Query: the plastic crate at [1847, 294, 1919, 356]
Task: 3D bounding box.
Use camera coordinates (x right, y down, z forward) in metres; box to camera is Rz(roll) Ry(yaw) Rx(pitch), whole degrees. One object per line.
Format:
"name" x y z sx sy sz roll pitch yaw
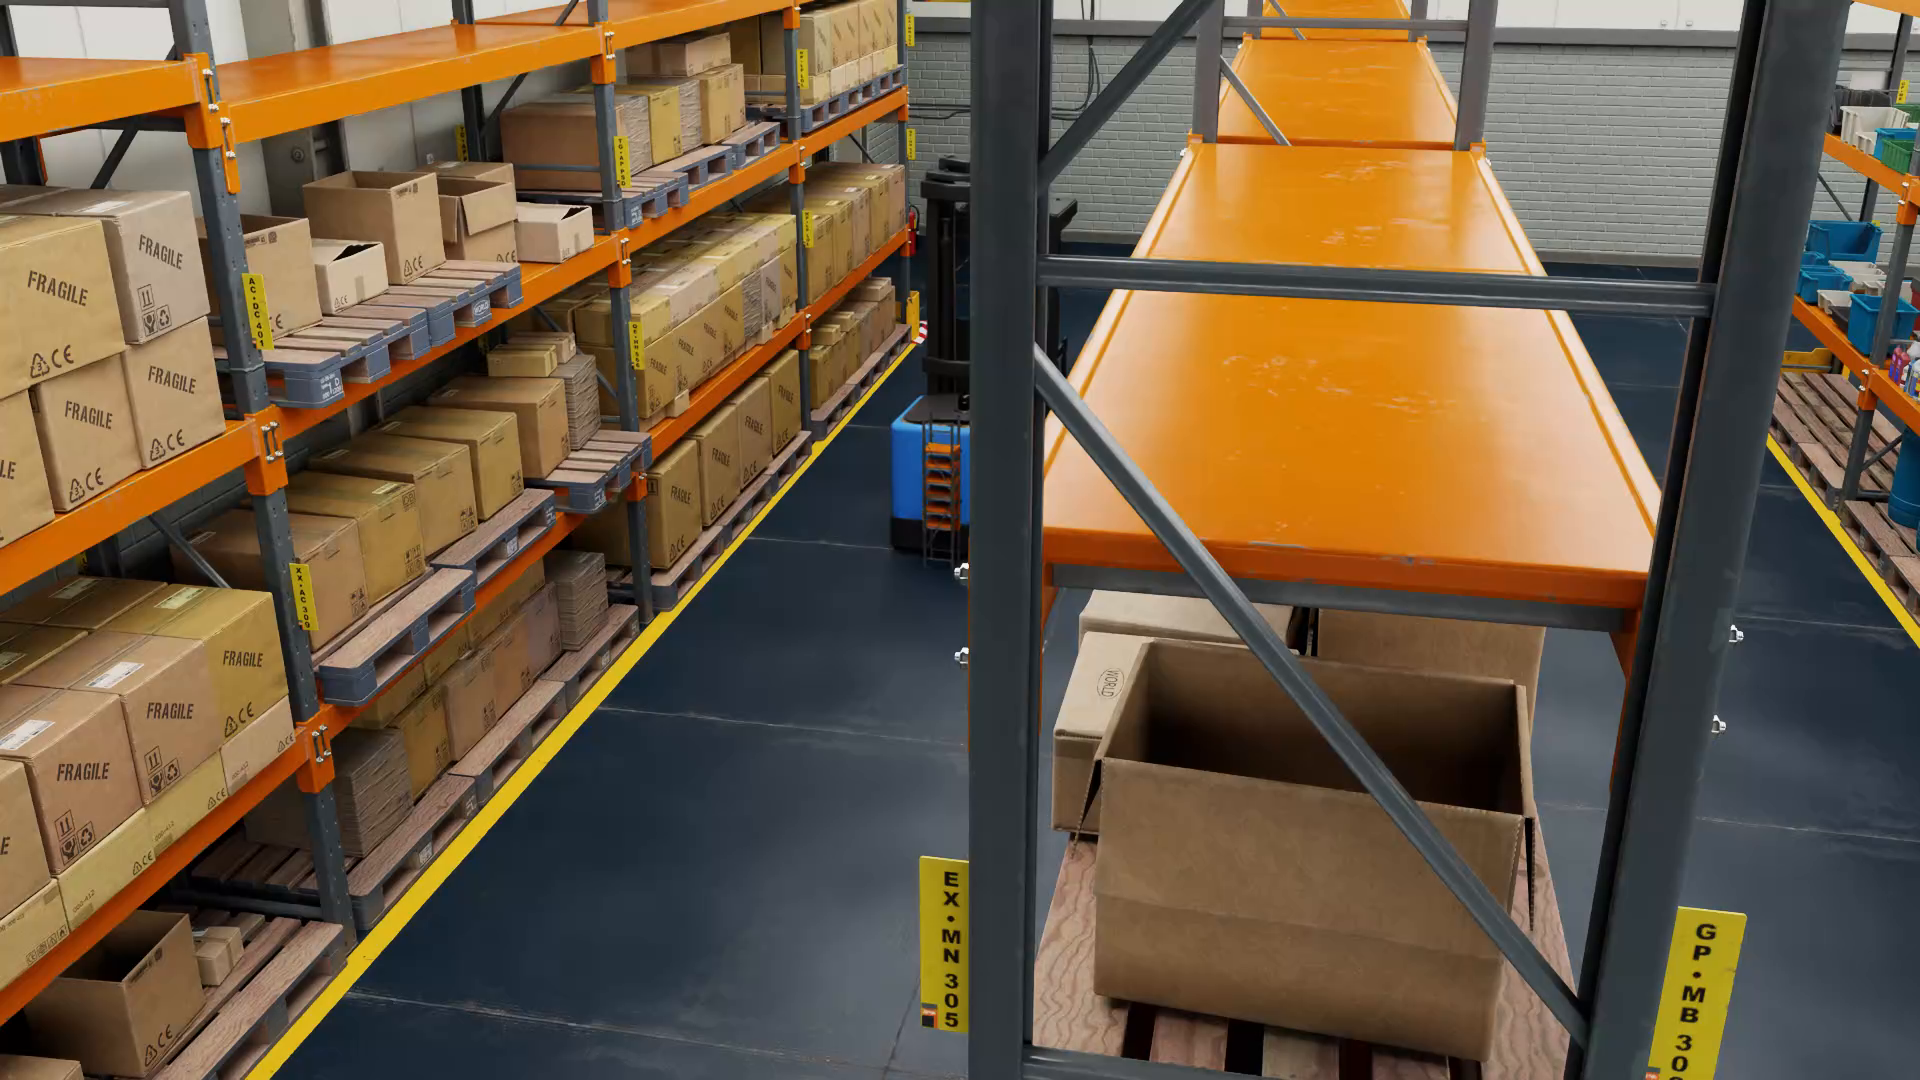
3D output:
"plastic crate" 7.573 -1.764 13.691 0.392 0.384 0.575 4 22 11

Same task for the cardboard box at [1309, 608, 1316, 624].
"cardboard box" 0.871 -0.107 4.731 0.797 0.503 0.637 7 23 17

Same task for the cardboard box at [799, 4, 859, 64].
"cardboard box" -1.273 -4.822 15.828 0.500 0.500 0.500 5 22 11

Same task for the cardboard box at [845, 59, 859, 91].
"cardboard box" -1.273 -4.471 15.961 0.500 0.250 0.500 4 22 9

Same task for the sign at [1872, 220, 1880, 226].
"sign" 9.169 -3.050 16.723 0.100 0.325 0.005 4 22 11

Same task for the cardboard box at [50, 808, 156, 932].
"cardboard box" -3.517 1.247 6.447 0.500 0.250 0.500 4 22 11

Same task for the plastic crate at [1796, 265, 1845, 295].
"plastic crate" 7.986 -2.413 15.505 0.416 0.233 0.300 4 22 11

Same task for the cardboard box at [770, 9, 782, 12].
"cardboard box" -1.868 -4.675 15.463 0.500 0.500 0.500 4 22 9

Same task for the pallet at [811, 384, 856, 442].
"pallet" -1.656 -1.281 16.282 1.003 0.211 1.213 4 22 11

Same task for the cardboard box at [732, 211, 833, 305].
"cardboard box" -1.761 -2.639 15.519 0.980 0.700 0.700 5 22 12

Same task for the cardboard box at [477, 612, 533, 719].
"cardboard box" -3.092 0.747 10.272 0.700 0.500 0.500 4 22 11

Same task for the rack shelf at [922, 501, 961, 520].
"rack shelf" -0.141 -0.210 12.740 0.258 0.103 0.180 6 23 14

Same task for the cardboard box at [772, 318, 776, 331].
"cardboard box" -1.805 -1.865 14.308 0.380 0.149 0.250 5 23 13

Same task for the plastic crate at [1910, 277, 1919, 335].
"plastic crate" 8.239 -1.912 13.950 0.402 0.464 0.583 4 22 11

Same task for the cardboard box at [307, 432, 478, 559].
"cardboard box" -3.158 -0.258 9.286 0.700 0.500 0.500 8 23 18

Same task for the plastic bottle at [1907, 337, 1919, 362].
"plastic bottle" 7.414 -1.405 12.924 0.144 0.351 0.185 4 22 11

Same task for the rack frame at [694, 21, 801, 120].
"rack frame" -1.887 -5.085 13.965 1.000 3.000 0.127 4 22 11

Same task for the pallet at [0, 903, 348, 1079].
"pallet" -3.622 2.165 7.725 1.003 0.211 1.213 4 22 11

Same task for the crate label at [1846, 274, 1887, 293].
"crate label" 8.532 -2.395 15.588 0.396 0.136 0.243 4 22 11

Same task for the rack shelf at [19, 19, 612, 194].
"rack shelf" -3.112 -2.372 8.725 1.077 0.370 4.000 4 22 11

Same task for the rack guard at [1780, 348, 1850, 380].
"rack guard" 8.620 -1.860 17.334 1.175 0.500 0.348 4 22 11

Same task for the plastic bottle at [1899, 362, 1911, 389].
"plastic bottle" 7.286 -1.261 12.766 0.097 0.201 0.097 0 22 0

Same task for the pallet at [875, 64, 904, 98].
"pallet" -1.212 -4.843 17.498 1.003 0.211 1.213 4 22 11

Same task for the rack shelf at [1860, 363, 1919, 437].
"rack shelf" 7.403 -0.482 11.528 1.077 0.370 4.000 4 22 11

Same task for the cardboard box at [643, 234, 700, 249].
"cardboard box" -2.434 -2.320 13.566 0.500 0.250 0.500 4 22 9

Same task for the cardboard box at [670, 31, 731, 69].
"cardboard box" -2.195 -3.980 13.510 0.500 0.250 0.500 6 23 15

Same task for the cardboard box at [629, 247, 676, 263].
"cardboard box" -2.545 -2.129 13.093 0.500 0.250 0.500 4 22 10

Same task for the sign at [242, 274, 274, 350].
"sign" -2.987 -0.969 7.068 0.100 0.325 0.005 4 22 11

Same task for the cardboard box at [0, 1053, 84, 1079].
"cardboard box" -3.792 2.323 6.359 0.700 0.500 0.500 3 22 8

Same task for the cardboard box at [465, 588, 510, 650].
"cardboard box" -3.077 0.428 10.060 0.500 0.250 0.500 4 22 11

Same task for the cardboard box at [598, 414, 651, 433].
"cardboard box" -2.410 -0.835 11.751 0.380 0.149 0.250 4 22 10

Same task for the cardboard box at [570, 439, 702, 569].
"cardboard box" -2.425 -0.296 12.419 0.750 0.750 0.750 4 22 10

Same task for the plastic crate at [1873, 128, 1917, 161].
"plastic crate" 7.684 -3.218 13.568 0.416 0.233 0.300 4 22 11

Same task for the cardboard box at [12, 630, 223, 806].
"cardboard box" -3.410 0.715 6.763 0.500 0.500 0.500 4 22 11

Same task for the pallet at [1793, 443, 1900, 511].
"pallet" 7.923 -0.526 14.406 1.003 0.211 1.213 4 22 11

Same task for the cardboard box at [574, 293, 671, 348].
"cardboard box" -2.353 -1.538 11.625 0.500 0.250 0.500 5 22 12

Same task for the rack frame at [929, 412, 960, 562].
"rack frame" -0.117 -0.396 12.760 0.240 1.200 0.006 6 23 14

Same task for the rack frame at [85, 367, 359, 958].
"rack frame" -3.520 0.623 7.821 1.000 3.000 0.127 4 22 11

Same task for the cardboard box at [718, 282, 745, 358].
"cardboard box" -2.037 -1.754 13.166 0.500 0.500 0.500 5 22 12

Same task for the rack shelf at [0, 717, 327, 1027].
"rack shelf" -3.928 1.689 6.139 1.077 0.370 4.000 4 22 11

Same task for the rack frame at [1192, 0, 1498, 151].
"rack frame" 1.330 -1.783 5.766 1.000 3.000 0.127 4 22 11

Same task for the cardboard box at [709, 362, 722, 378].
"cardboard box" -2.107 -1.397 13.146 0.380 0.149 0.250 5 22 11

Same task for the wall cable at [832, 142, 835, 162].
"wall cable" -1.736 -4.777 19.870 0.084 1.984 1.851 4 22 11

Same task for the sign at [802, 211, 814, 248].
"sign" -1.354 -2.765 14.790 0.100 0.325 0.005 4 22 11

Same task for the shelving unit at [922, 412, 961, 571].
"shelving unit" -0.141 -0.363 12.679 0.258 1.200 0.189 6 23 14

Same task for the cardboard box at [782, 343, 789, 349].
"cardboard box" -1.858 -1.866 15.918 0.380 0.149 0.250 4 22 11

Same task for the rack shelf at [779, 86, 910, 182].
"rack shelf" -1.479 -4.091 16.476 1.077 0.370 4.000 4 22 11

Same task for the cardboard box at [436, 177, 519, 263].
"cardboard box" -3.059 -1.821 9.710 0.797 0.503 0.637 8 23 18

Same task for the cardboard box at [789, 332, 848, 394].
"cardboard box" -1.529 -1.787 16.589 0.700 0.500 0.500 4 22 10

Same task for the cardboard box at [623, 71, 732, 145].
"cardboard box" -2.225 -3.422 13.128 0.700 0.500 0.500 4 22 10

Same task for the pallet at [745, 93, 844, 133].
"pallet" -1.710 -3.951 15.283 1.003 0.211 1.213 4 22 11

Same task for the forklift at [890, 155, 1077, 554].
"forklift" 0.330 -1.743 13.789 1.130 2.935 3.031 6 23 14

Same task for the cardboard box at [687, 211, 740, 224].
"cardboard box" -2.236 -2.695 14.499 0.500 0.250 0.500 5 23 13

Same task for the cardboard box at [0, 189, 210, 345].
"cardboard box" -3.357 -1.084 6.545 0.500 0.500 0.500 3 22 6

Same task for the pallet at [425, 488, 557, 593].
"pallet" -3.067 -0.023 9.684 1.003 0.211 1.213 4 22 11
